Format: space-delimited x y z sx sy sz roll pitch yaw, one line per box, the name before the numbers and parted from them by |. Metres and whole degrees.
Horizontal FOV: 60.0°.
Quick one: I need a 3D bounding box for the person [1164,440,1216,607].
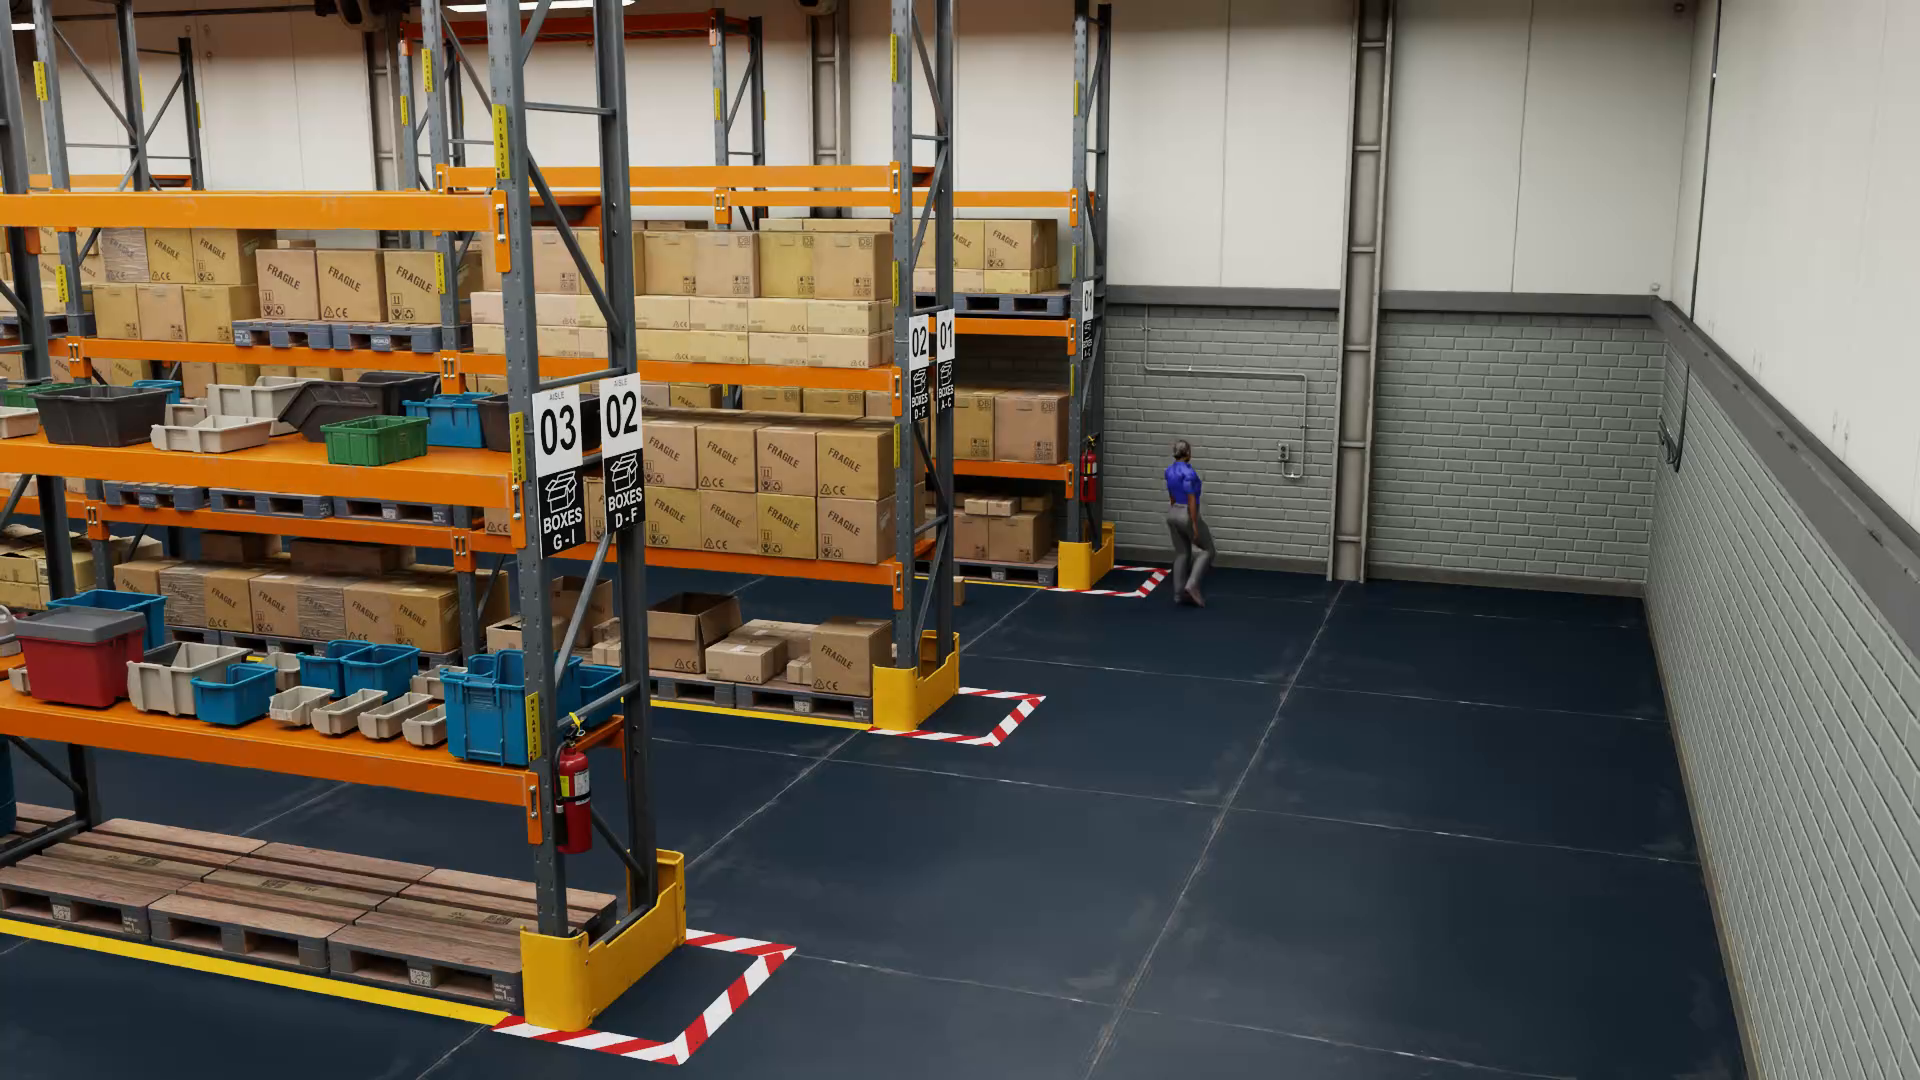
person | 2.327 -0.177 16.790 0.421 1.674 0.552 -8 14 -32
